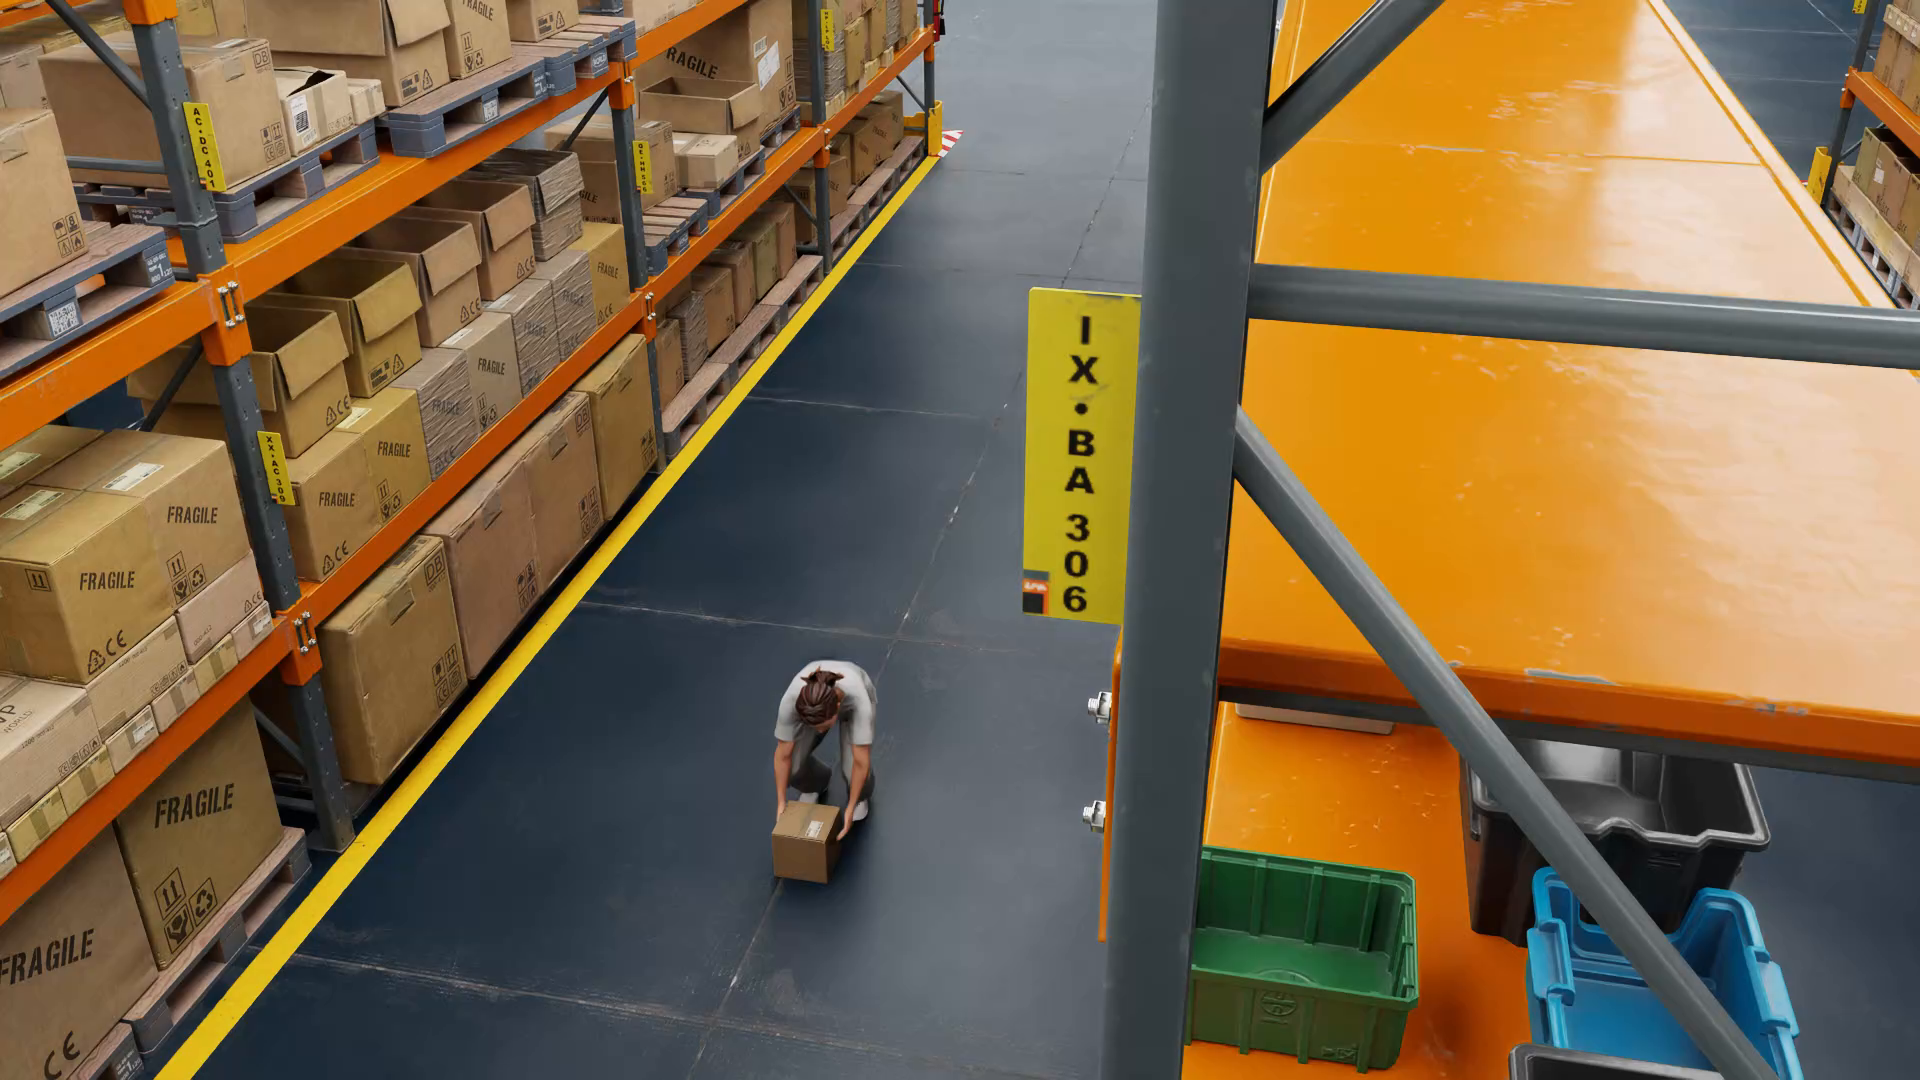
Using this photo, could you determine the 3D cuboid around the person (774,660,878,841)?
[{"bbox_3d":[-0.597,0.906,7.726,0.484,0.951,0.791,6,29,10],"label":"person"}]
